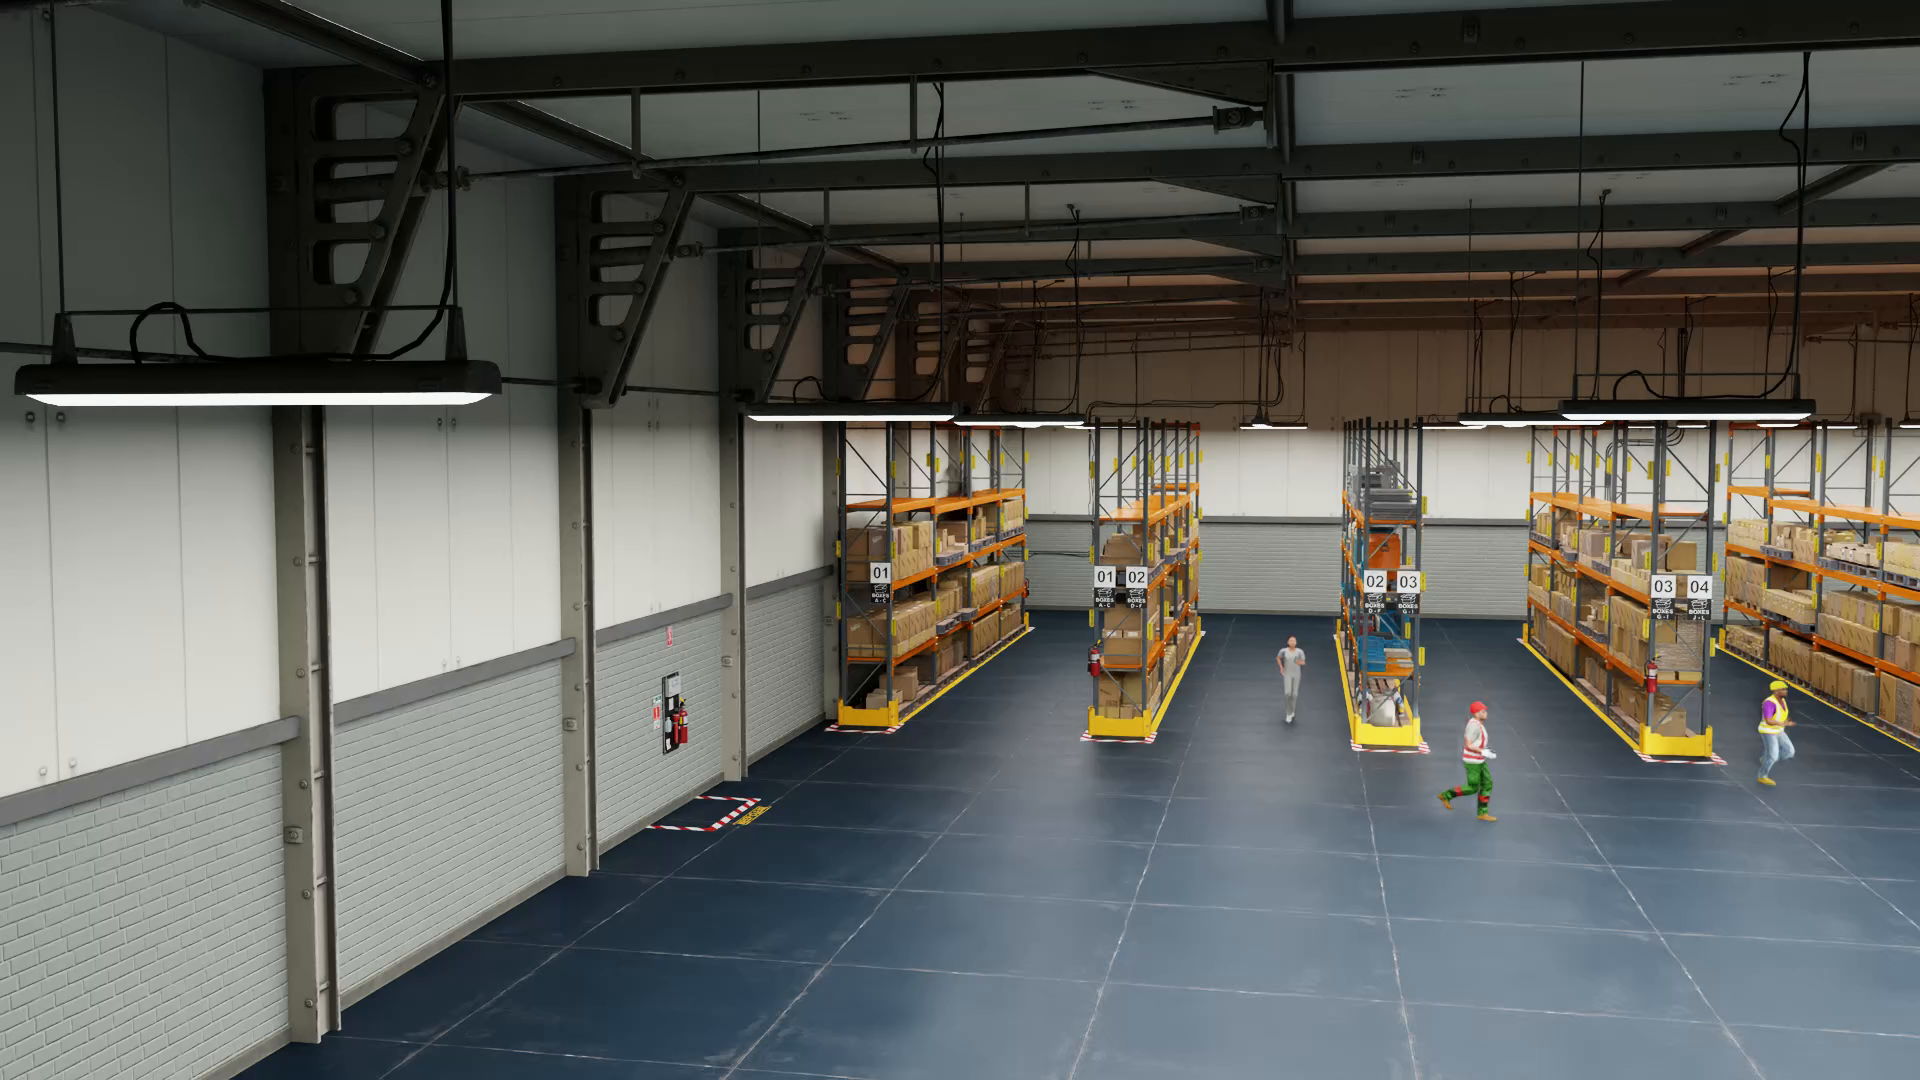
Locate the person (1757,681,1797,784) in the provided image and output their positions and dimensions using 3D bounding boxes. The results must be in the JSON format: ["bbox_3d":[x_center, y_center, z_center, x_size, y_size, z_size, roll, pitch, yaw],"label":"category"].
[{"bbox_3d":[13.235,3.118,26.905,0.748,1.709,0.660,-3,5,-40],"label":"person"}]

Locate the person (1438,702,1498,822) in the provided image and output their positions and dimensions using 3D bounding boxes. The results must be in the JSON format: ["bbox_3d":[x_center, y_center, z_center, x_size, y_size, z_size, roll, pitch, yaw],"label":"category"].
[{"bbox_3d":[7.518,3.254,24.544,0.857,1.764,0.643,2,4,26],"label":"person"}]

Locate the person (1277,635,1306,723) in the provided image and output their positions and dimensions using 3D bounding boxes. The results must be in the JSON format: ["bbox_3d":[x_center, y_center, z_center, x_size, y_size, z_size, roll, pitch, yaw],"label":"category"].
[{"bbox_3d":[6.582,2.753,33.015,0.546,1.704,0.712,0,4,4],"label":"person"}]
